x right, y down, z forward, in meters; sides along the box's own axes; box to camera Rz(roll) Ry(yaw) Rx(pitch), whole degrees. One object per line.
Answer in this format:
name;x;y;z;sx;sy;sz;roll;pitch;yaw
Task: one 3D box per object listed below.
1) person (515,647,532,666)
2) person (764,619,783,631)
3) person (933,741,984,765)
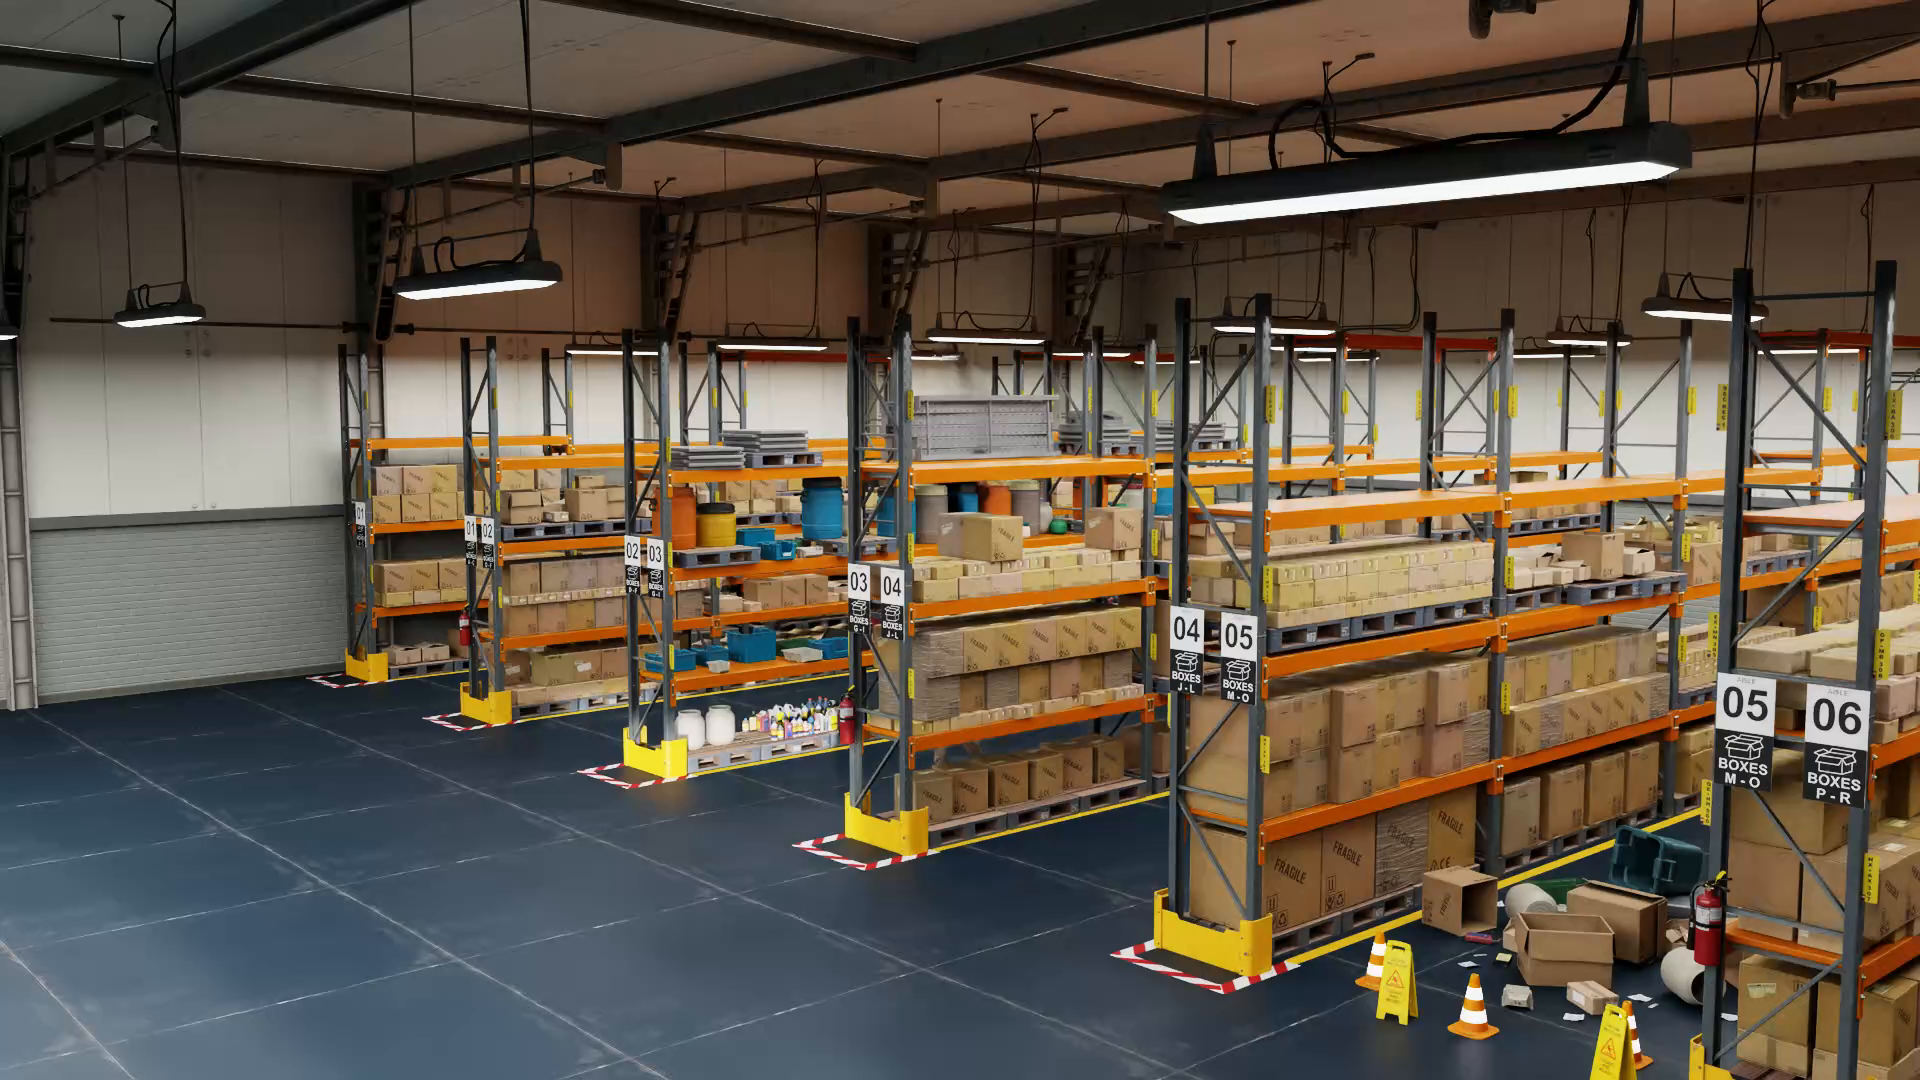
person;-7.579;1.690;29.009;0.631;1.823;0.825;4;6;36
person;-3.539;1.513;31.976;0.582;1.618;0.559;5;7;42
person;-0.047;2.315;21.973;0.921;1.748;0.653;-4;7;-40
